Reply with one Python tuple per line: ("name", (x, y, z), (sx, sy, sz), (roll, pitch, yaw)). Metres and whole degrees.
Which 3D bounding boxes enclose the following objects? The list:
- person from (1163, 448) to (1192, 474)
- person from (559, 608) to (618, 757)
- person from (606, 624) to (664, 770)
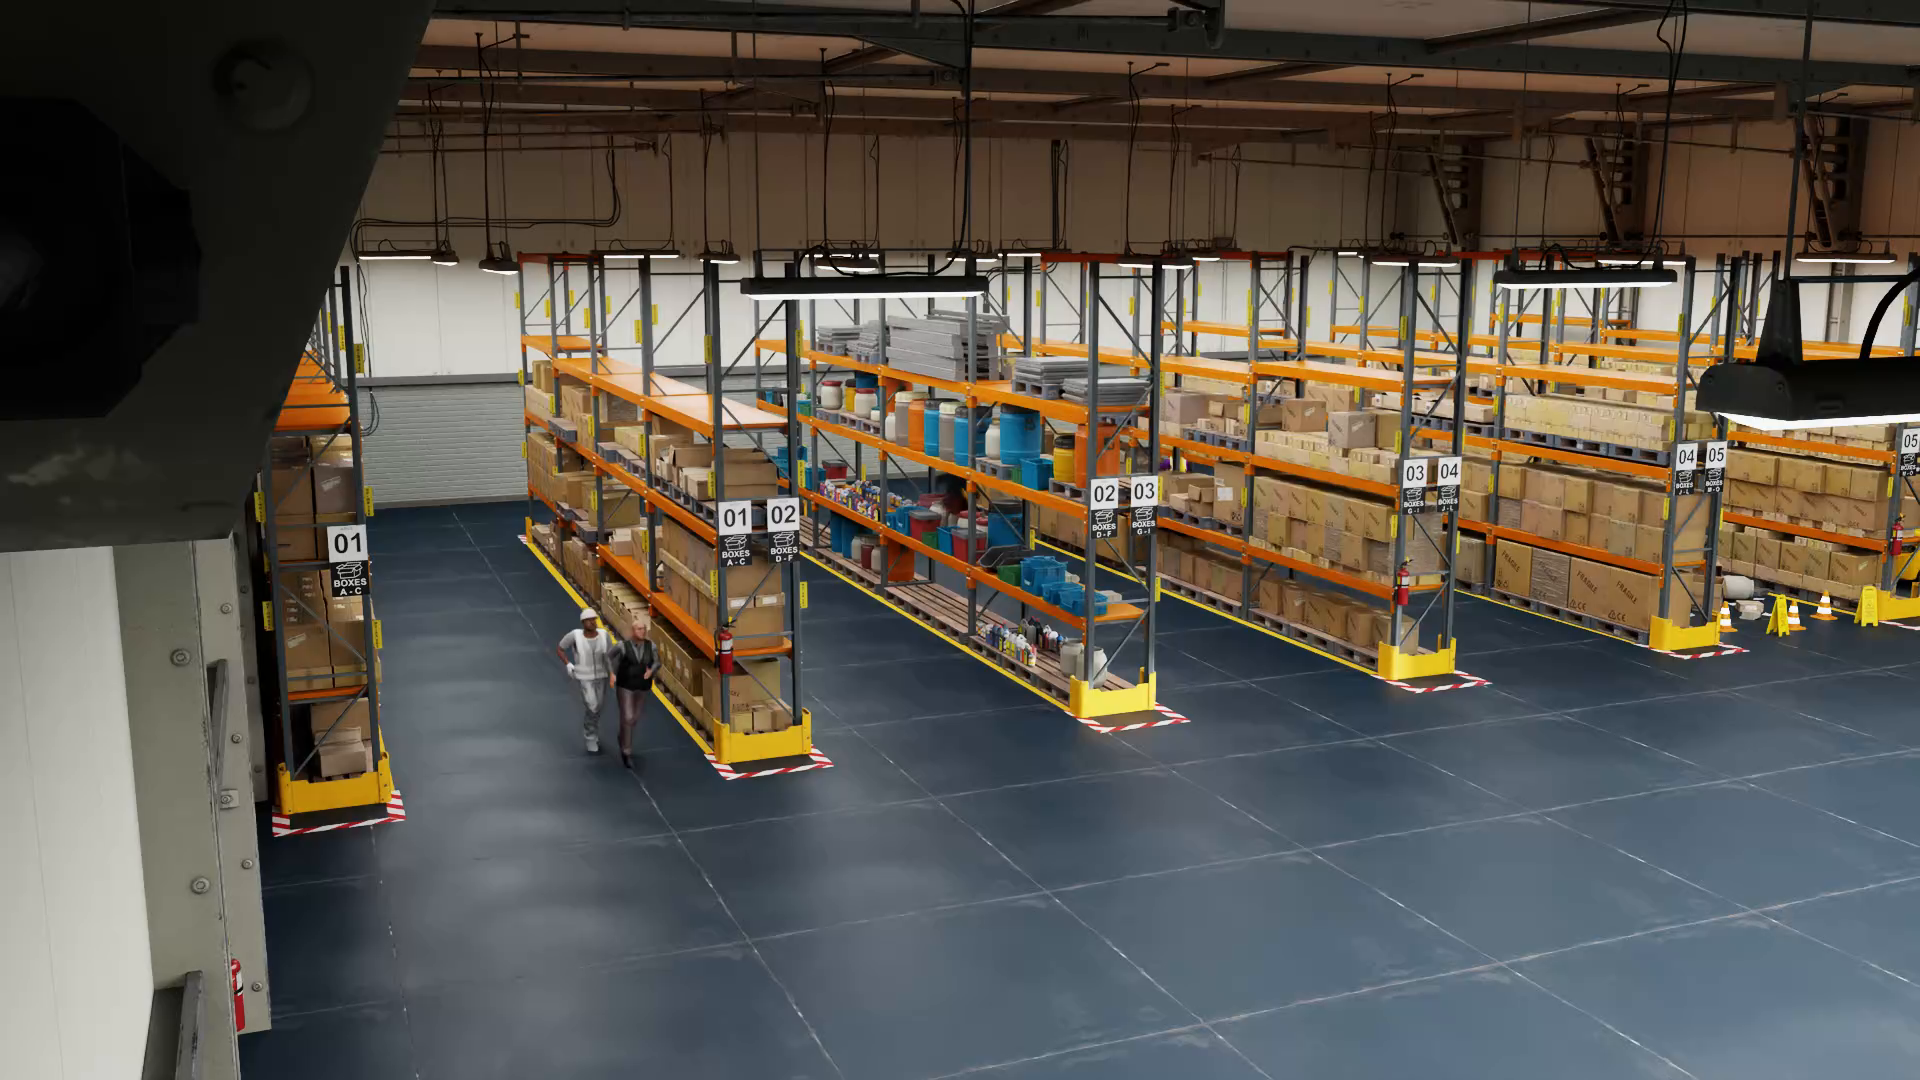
("person", (4.829, -1.195, 36.820), (0.702, 1.735, 0.702), (-3, 11, -18))
("person", (-4.531, 1.740, 20.586), (0.664, 1.836, 0.735), (-7, 13, -35))
("person", (-3.938, 1.854, 20.286), (0.691, 1.706, 0.852), (-6, 12, -29))
